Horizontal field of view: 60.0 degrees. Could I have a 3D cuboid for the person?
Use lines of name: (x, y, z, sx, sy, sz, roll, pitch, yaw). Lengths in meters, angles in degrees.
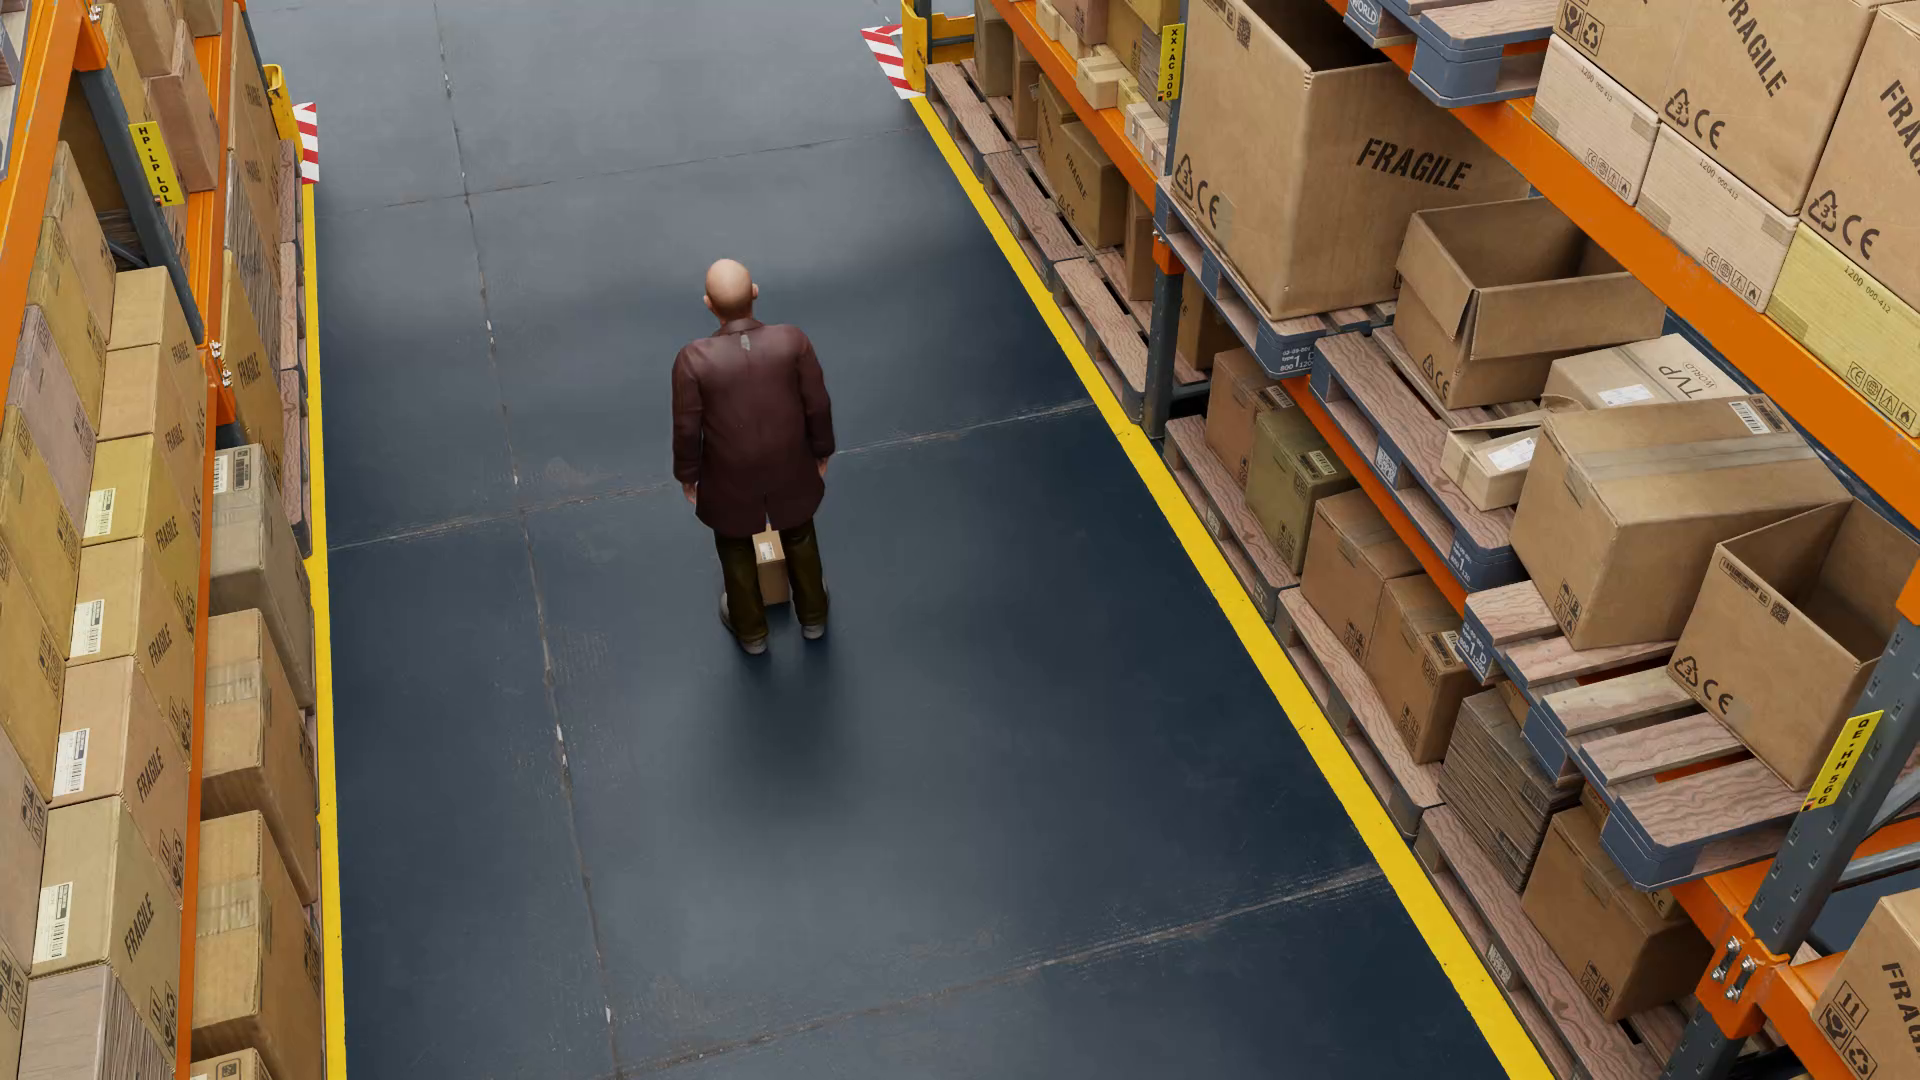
person: (-0.799, -0.300, 6.509, 0.641, 1.773, 0.428, -12, 43, -13)
